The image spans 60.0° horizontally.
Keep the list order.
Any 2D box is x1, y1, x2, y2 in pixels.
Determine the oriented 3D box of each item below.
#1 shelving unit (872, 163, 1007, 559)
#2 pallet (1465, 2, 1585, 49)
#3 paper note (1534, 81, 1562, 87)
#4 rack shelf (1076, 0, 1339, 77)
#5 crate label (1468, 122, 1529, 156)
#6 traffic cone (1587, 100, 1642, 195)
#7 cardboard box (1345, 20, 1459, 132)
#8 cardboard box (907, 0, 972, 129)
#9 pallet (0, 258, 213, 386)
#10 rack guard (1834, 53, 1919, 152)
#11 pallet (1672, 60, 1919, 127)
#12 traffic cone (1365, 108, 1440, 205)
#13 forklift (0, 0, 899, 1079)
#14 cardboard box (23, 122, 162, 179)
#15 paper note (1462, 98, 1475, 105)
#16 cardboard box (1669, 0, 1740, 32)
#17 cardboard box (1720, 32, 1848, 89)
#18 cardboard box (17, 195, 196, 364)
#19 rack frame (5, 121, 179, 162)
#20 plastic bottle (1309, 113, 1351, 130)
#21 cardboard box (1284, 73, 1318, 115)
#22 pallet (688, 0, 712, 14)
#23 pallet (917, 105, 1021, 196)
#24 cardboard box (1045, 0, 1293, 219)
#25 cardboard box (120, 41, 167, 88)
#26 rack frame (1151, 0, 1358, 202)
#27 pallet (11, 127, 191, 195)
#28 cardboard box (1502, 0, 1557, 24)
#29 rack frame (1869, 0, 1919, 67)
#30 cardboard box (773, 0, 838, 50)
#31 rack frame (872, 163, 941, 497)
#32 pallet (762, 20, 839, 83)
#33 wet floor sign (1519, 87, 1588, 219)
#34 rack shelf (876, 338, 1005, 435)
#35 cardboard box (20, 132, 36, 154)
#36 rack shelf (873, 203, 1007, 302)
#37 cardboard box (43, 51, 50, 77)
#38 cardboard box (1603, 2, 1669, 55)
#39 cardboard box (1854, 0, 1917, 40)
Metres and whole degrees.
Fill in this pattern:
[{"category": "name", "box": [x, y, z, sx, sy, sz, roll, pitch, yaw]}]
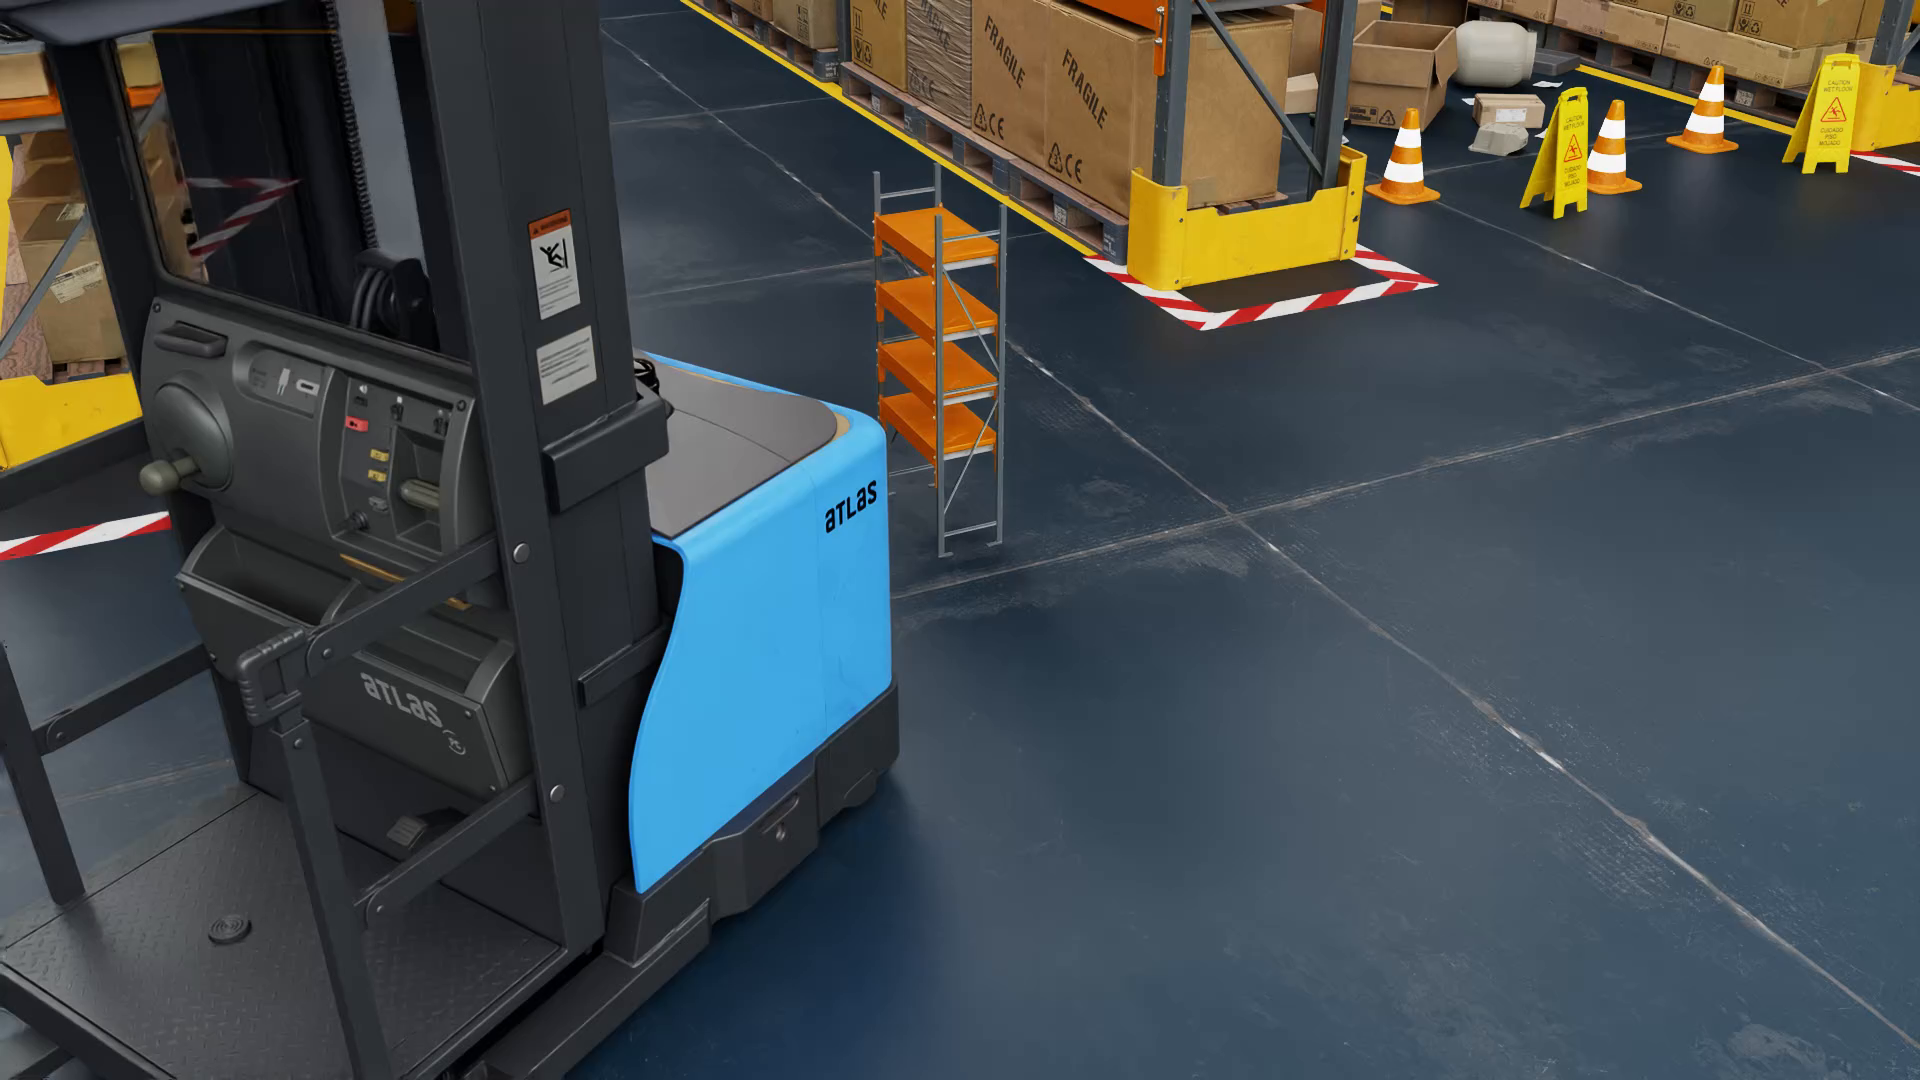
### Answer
[{"category": "shelving unit", "box": [-0.071, -0.596, 5.587, 0.258, 1.200, 0.503, -13, 32, -22]}, {"category": "pallet", "box": [4.408, -4.026, 12.713, 1.003, 0.211, 1.213, -13, 32, -22]}, {"category": "paper note", "box": [3.960, -3.075, 11.202, 0.148, 0.019, 0.142, 26, 38, 38]}, {"category": "rack shelf", "box": [0.519, -3.250, 9.214, 1.077, 0.370, 4.000, -13, 32, -22]}, {"category": "crate label", "box": [3.205, -2.386, 9.864, 0.298, 0.136, 0.250, 19, 34, 30]}, {"category": "traffic cone", "box": [3.599, -2.193, 9.188, 0.336, 0.463, 0.334, -13, 32, -22]}, {"category": "cardboard box", "box": [2.764, -2.920, 10.442, 0.637, 0.503, 0.797, 13, 32, 21]}, {"category": "cardboard box", "box": [0.258, -3.014, 9.800, 0.875, 0.875, 0.875, -13, 32, -22]}, {"category": "pallet", "box": [-3.495, -0.867, 7.080, 1.003, 0.211, 1.213, -13, 32, -22]}, {"category": "rack guard", "box": [5.772, -2.707, 10.067, 1.175, 0.500, 0.348, -13, 32, -22]}, {"category": "pallet", "box": [5.455, -2.948, 10.791, 1.003, 0.211, 1.213, -13, 32, -22]}, {"category": "traffic cone", "box": [2.432, -2.106, 9.033, 0.336, 0.463, 0.334, -13, 32, -22]}, {"category": "forklift", "box": [-1.385, -0.165, 3.048, 1.130, 2.935, 3.031, 17, 34, 28]}, {"category": "cardboard box", "box": [-3.938, -1.593, 7.650, 0.500, 0.500, 0.500, -10, 31, -17]}, {"category": "paper note", "box": [3.372, -2.870, 10.849, 0.148, 0.019, 0.142, -3, 29, -5]}, {"category": "cardboard box", "box": [4.998, -3.604, 10.725, 0.500, 0.500, 0.500, -12, 31, -20]}, {"category": "cardboard box", "box": [5.205, -3.059, 10.521, 0.500, 0.250, 0.500, -13, 32, -22]}, {"category": "cardboard box", "box": [-3.398, -1.056, 6.692, 0.500, 0.500, 0.500, -7, 30, -13]}, {"category": "rack frame", "box": [-4.863, -3.450, 8.836, 1.000, 3.000, 0.127, -13, 32, -22]}, {"category": "plastic bottle", "box": [2.271, -2.599, 10.323, 0.283, 0.061, 0.133, 26, 38, 38]}, {"category": "cardboard box", "box": [2.062, -2.882, 10.618, 0.396, 0.266, 0.258, -8, 30, -13]}, {"category": "pallet", "box": [-1.786, -4.634, 13.797, 1.003, 0.211, 1.213, -13, 32, -22]}, {"category": "pallet", "box": [0.444, -2.339, 9.705, 1.003, 0.211, 1.213, -13, 32, -22]}, {"category": "cardboard box", "box": [1.027, -2.222, 8.389, 0.875, 0.875, 0.875, -13, 32, -22]}, {"category": "cardboard box", "box": [-3.053, -1.750, 6.060, 0.380, 0.149, 0.250, -13, 32, -22]}, {"category": "rack frame", "box": [1.378, -2.680, 7.463, 1.000, 3.000, 0.127, -13, 32, -22]}, {"category": "pallet", "box": [-4.542, -1.945, 9.002, 1.003, 0.211, 1.213, -13, 32, -22]}, {"category": "cardboard box", "box": [4.336, -3.964, 12.134, 0.500, 0.250, 0.500, -11, 31, -19]}, {"category": "rack frame", "box": [5.805, -3.764, 9.396, 1.000, 3.000, 0.127, -13, 32, -22]}, {"category": "cardboard box", "box": [-0.687, -3.904, 11.517, 1.050, 0.750, 0.750, -13, 32, -22]}, {"category": "rack frame", "box": [-0.176, -0.704, 5.779, 0.240, 1.200, 0.015, -13, 32, -22]}, {"category": "pallet", "box": [-0.739, -3.556, 11.875, 1.003, 0.211, 1.213, -13, 32, -22]}, {"category": "wet floor sign", "box": [3.178, -2.056, 8.757, 0.267, 0.644, 0.232, -19, 35, -30]}, {"category": "rack shelf", "box": [-0.071, -0.538, 5.620, 0.258, 0.148, 0.480, -13, 32, -22]}, {"category": "cardboard box", "box": [-4.474, -2.107, 8.566, 0.500, 0.500, 0.500, -3, 29, -6]}, {"category": "rack shelf", "box": [-0.071, -0.939, 5.395, 0.258, 0.148, 0.480, -13, 32, -22]}, {"category": "cardboard box", "box": [-3.561, -1.767, 6.091, 0.380, 0.149, 0.250, -13, 32, -22]}, {"category": "cardboard box", "box": [4.770, -3.509, 11.323, 0.500, 0.250, 0.500, -14, 32, -24]}, {"category": "cardboard box", "box": [5.698, -3.500, 10.540, 0.500, 0.500, 0.500, -14, 32, -24]}]
